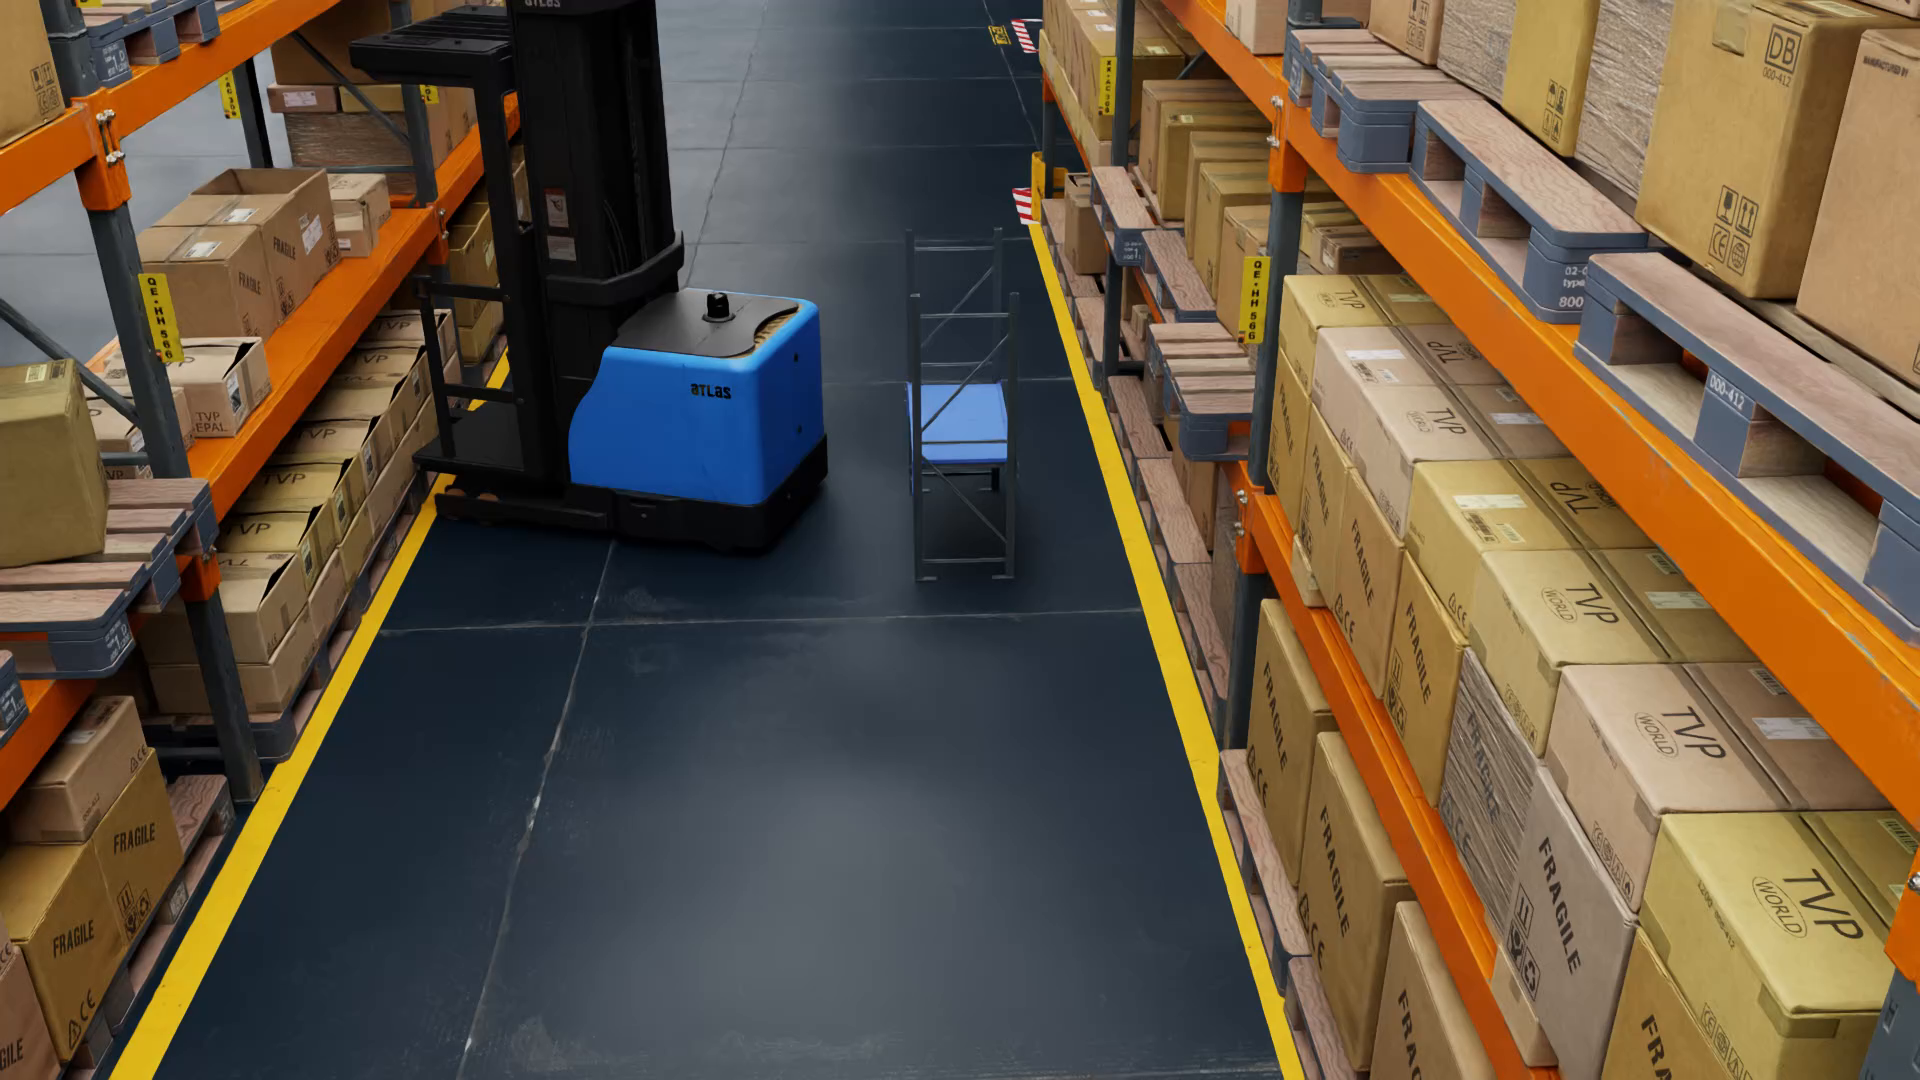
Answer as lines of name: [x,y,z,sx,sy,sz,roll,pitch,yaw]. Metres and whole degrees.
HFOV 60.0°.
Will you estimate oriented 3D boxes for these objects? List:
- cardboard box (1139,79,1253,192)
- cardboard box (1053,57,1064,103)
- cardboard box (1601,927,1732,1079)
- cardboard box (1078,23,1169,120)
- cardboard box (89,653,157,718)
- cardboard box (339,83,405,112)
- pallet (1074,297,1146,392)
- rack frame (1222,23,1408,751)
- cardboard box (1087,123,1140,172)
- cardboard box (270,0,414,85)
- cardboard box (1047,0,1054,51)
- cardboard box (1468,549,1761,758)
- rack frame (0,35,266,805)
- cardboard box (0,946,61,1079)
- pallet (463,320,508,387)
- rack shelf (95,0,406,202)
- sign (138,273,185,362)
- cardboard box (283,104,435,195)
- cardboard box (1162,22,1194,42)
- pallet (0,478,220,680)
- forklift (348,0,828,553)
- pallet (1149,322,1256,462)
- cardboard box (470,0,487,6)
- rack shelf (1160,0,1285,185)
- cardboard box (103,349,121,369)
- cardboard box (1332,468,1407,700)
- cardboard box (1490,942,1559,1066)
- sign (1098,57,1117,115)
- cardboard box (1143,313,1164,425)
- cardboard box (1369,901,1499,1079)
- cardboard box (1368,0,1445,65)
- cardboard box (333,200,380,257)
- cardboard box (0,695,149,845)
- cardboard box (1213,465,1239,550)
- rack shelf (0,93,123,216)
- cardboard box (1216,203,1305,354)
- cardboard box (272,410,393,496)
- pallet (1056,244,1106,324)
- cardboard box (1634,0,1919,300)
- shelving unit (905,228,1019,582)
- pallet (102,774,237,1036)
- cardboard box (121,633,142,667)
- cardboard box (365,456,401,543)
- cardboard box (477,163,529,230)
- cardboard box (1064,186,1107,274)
cardboard box: [1.388,-2.253,9.242,0.700,0.500,0.500,-1,28,-2]
cardboard box: [0.957,-3.331,12.034,0.500,0.250,0.500,-2,28,-3]
cardboard box: [1.537,1.053,3.036,0.500,0.500,0.500,-2,28,-3]
cardboard box: [1.030,-2.965,10.522,0.500,0.500,0.500,-2,28,-3]
cardboard box: [-3.614,0.515,7.038,0.500,0.250,0.500,-1,28,-1]
cardboard box: [-3.372,-2.589,9.660,0.380,0.149,0.250,-1,28,-3]
pallet: [1.325,-1.322,11.057,1.003,0.211,1.213,-1,28,-3]
rack frame: [1.604,-0.402,6.277,1.000,3.000,0.127,-1,28,-3]
cardboard box: [1.068,-2.403,10.255,0.500,0.250,0.500,-1,28,-3]
cardboard box: [-3.581,-2.952,9.656,0.700,0.500,0.500,-1,28,-2]
cardboard box: [0.927,-3.915,12.343,0.500,0.500,0.500,-1,28,-2]
cardboard box: [1.489,0.246,3.772,0.500,0.250,0.500,-1,28,-2]
rack frame: [-3.343,-0.281,6.045,1.000,3.000,0.127,-1,28,-3]
cardboard box: [-2.999,1.540,4.781,0.500,0.500,0.500,-2,28,-5]
pallet: [-3.551,-1.260,10.937,1.003,0.211,1.213,-1,28,-3]
rack shelf: [-3.447,-2.215,7.288,1.077,0.370,4.000,-1,28,-3]
sign: [-2.801,-0.777,5.829,0.100,0.325,0.005,-1,28,-3]
cardboard box: [-3.581,-2.377,9.956,0.700,0.500,0.500,-2,28,-4]
cardboard box: [1.556,-2.985,10.560,0.500,0.500,0.500,-2,28,-3]
pallet: [-3.237,0.116,5.492,1.213,0.211,1.003,-1,28,-3]
forklift: [-2.314,-1.607,8.663,3.031,2.935,1.130,8,28,14]
pallet: [1.460,-0.644,6.948,1.213,0.211,1.003,-1,28,-3]
cardboard box: [-3.686,-3.879,11.433,0.700,0.500,0.500,-1,28,-2]
rack shelf: [1.500,-2.337,7.521,1.077,0.370,4.000,-1,28,-3]
cardboard box: [-3.466,-0.757,7.229,0.380,0.149,0.250,1,28,1]
cardboard box: [1.417,0.115,4.835,0.500,0.500,0.500,-2,28,-3]
cardboard box: [1.435,1.041,3.760,0.380,0.149,0.250,-1,28,-3]
sign: [0.854,-2.617,9.587,0.100,0.325,0.005,-1,28,-3]
cardboard box: [1.450,-0.997,9.645,0.700,0.500,0.500,0,28,-1]
cardboard box: [1.600,1.505,4.492,0.750,0.750,0.750,-1,28,-1]
cardboard box: [1.686,-1.753,5.040,0.700,0.500,0.500,-3,28,-7]
cardboard box: [-3.322,-1.667,8.848,0.396,0.266,0.258,-2,28,-4]
cardboard box: [-3.052,0.752,5.481,0.500,0.250,0.500,0,28,-1]
cardboard box: [1.604,-0.061,7.850,0.700,0.500,0.500,-1,28,-3]
rack shelf: [-3.238,-0.368,3.747,1.077,0.370,4.000,-1,28,-3]
cardboard box: [1.513,-1.116,7.062,0.700,0.500,0.500,-4,28,-7]
cardboard box: [-3.164,-0.461,8.303,0.500,0.311,0.500,-2,28,-3]
pallet: [1.258,-1.887,12.140,1.003,0.211,1.213,-1,28,-3]
cardboard box: [1.783,-0.789,3.191,0.700,0.500,0.500,-2,28,-4]
shelving unit: [-0.004,-0.704,8.479,0.538,1.500,1.048,-1,28,-3]
pallet: [-3.341,1.301,6.027,1.003,0.211,1.213,-1,28,-3]
cardboard box: [-3.616,0.268,6.906,0.500,0.311,0.500,-1,28,-1]
cardboard box: [-3.163,-0.206,8.420,0.500,0.250,0.500,-1,28,-2]
cardboard box: [-3.344,-2.342,11.705,0.500,0.500,0.500,-1,28,-3]
cardboard box: [1.151,-2.258,12.064,0.700,0.500,0.500,-3,28,-6]
